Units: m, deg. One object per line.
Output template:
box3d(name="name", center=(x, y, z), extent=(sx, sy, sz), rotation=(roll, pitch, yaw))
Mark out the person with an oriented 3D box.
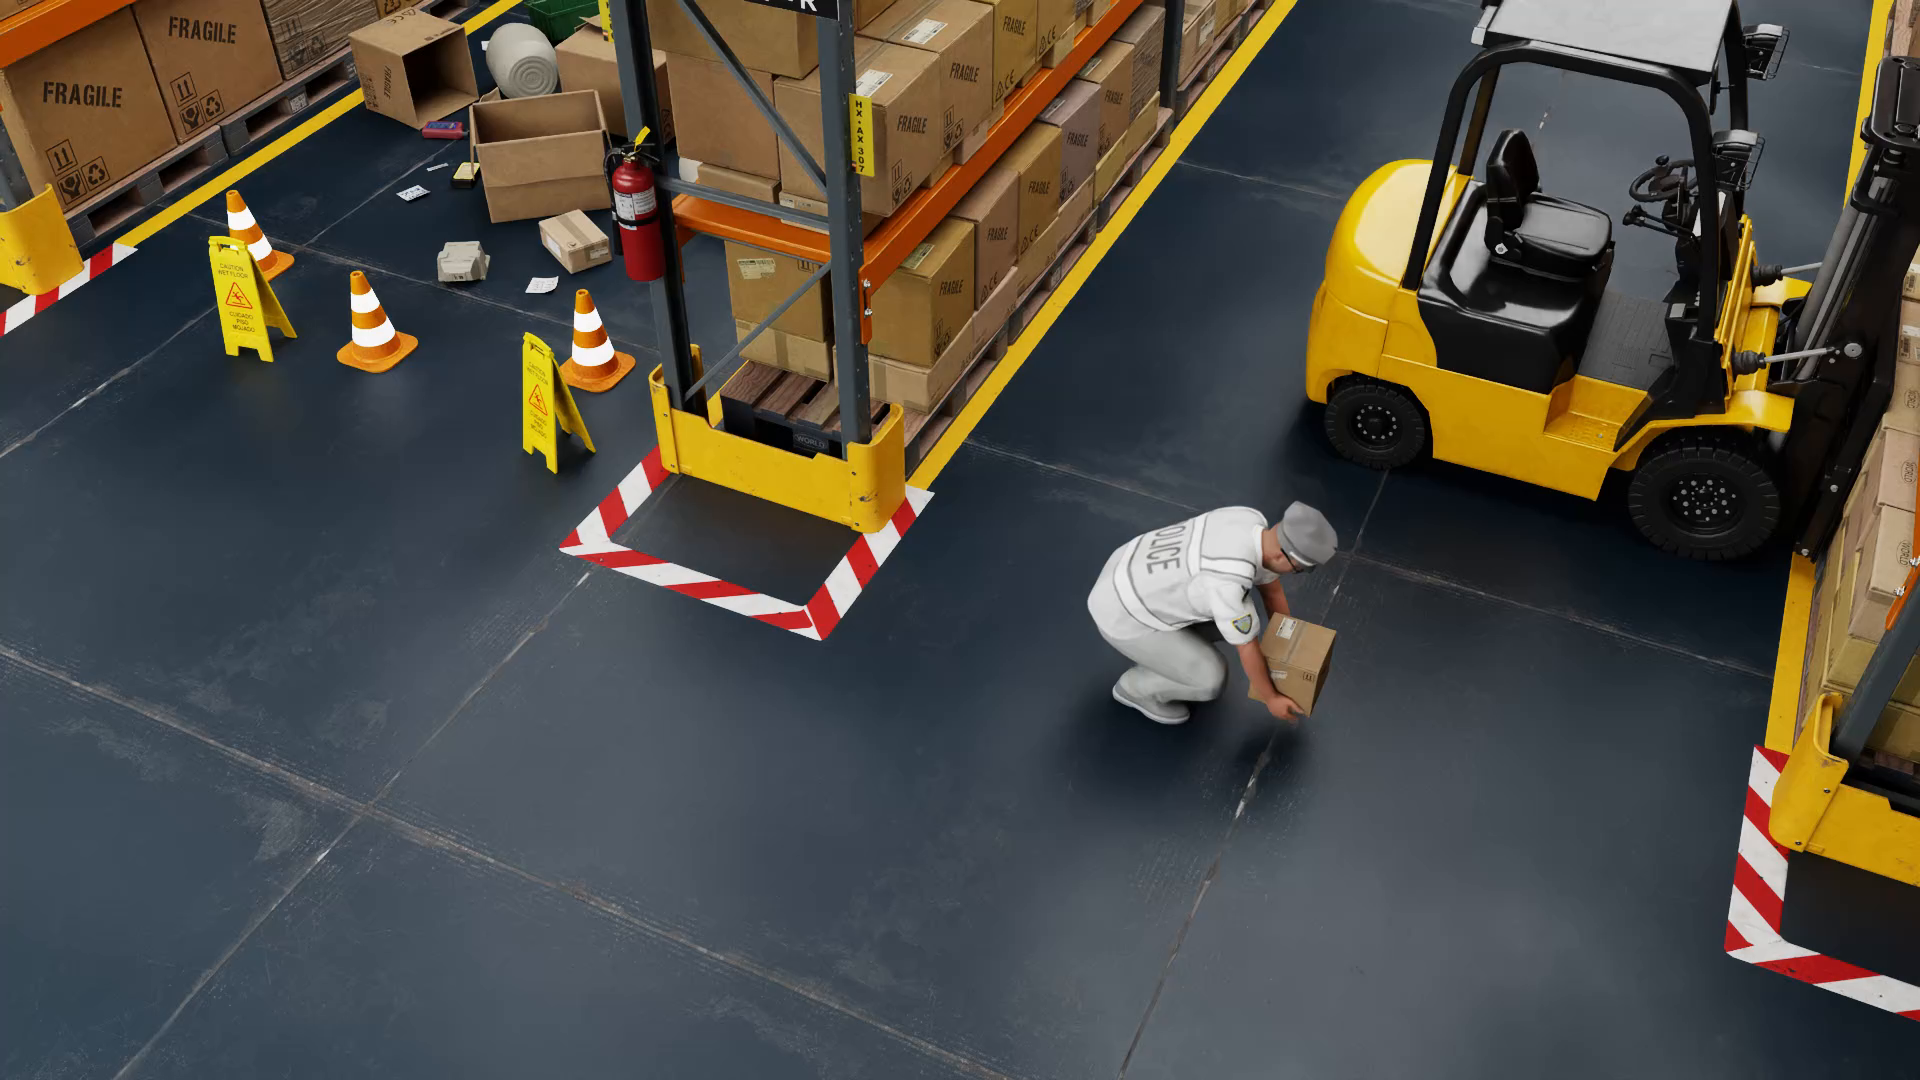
box3d(name="person", center=(0.966, 0.247, 6.439), extent=(0.916, 1.022, 0.538), rotation=(16, 44, 18))
